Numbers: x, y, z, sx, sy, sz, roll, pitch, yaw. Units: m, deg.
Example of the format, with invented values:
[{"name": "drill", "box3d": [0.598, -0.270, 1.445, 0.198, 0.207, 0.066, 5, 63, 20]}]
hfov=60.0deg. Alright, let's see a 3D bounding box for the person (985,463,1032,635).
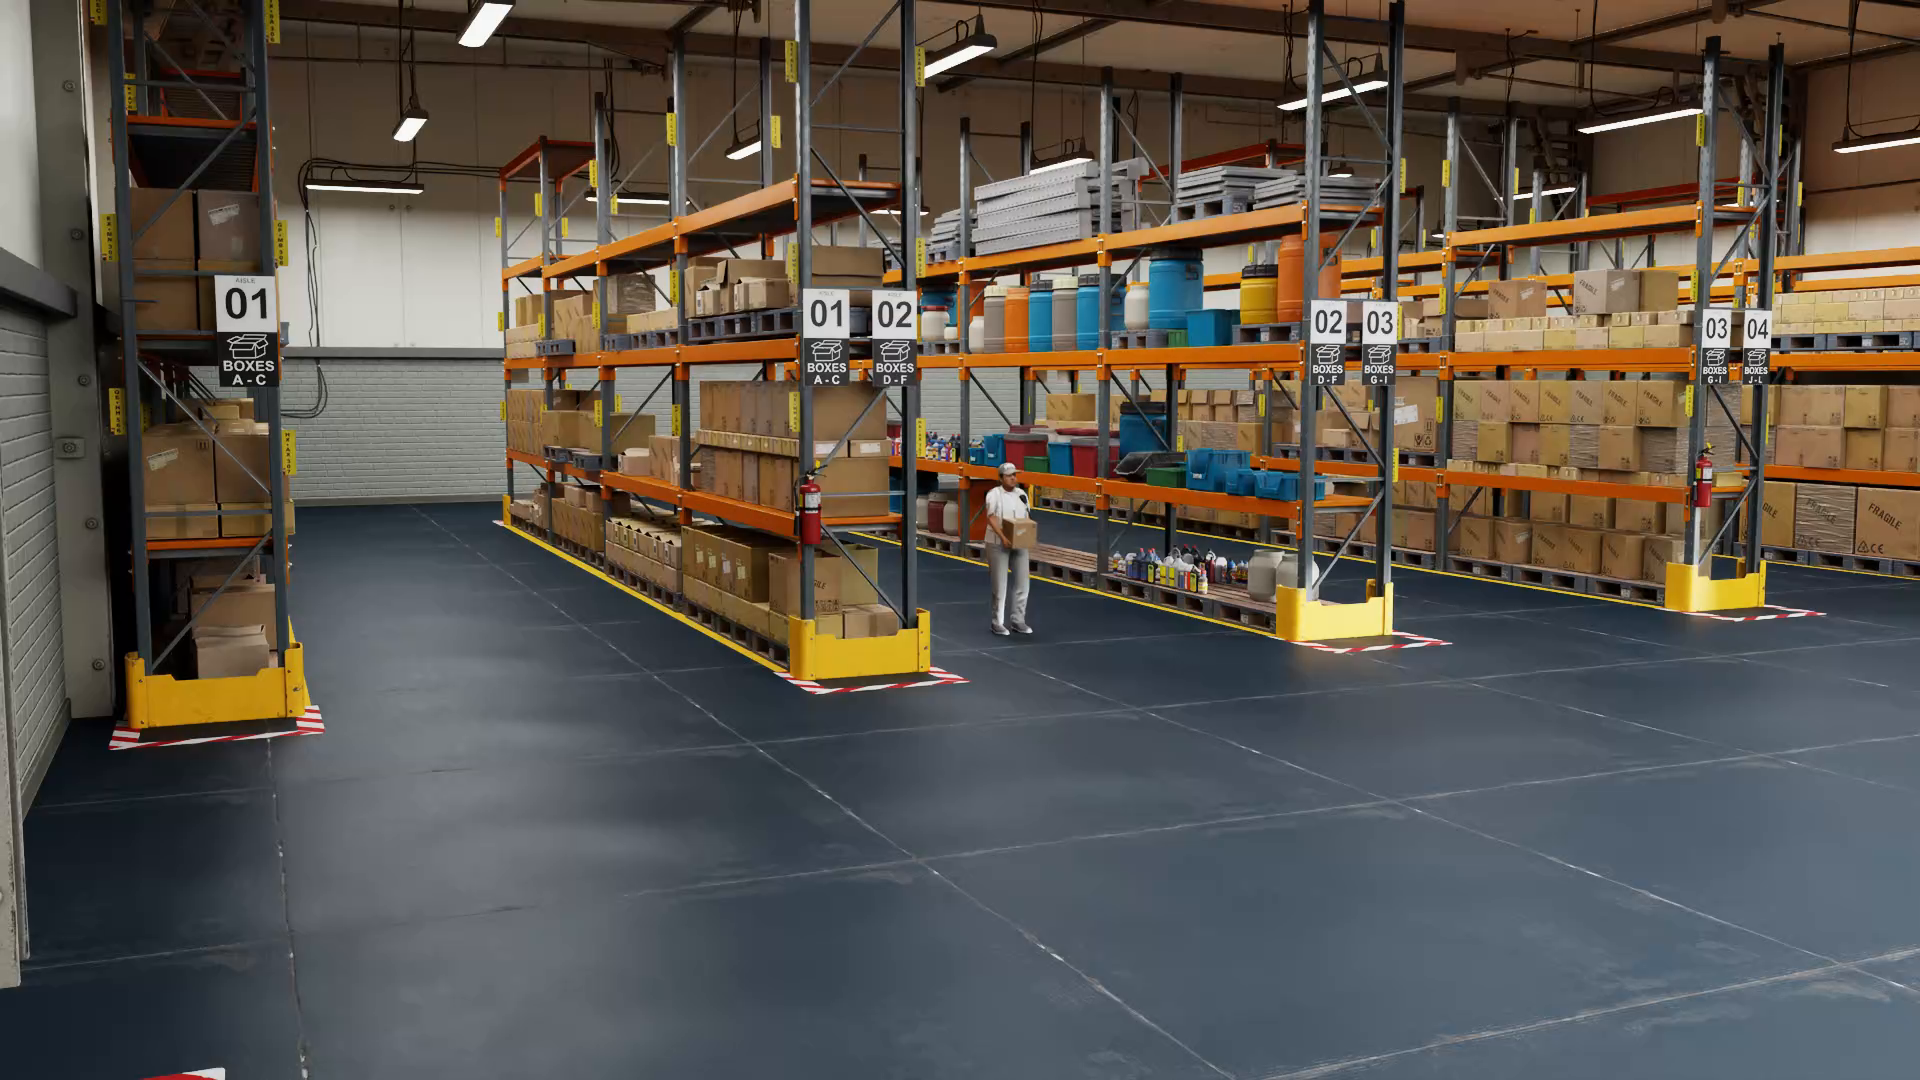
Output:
[{"name": "person", "box3d": [0.501, 0.081, 16.208, 0.453, 1.655, 0.541, -2, 6, -23]}]
